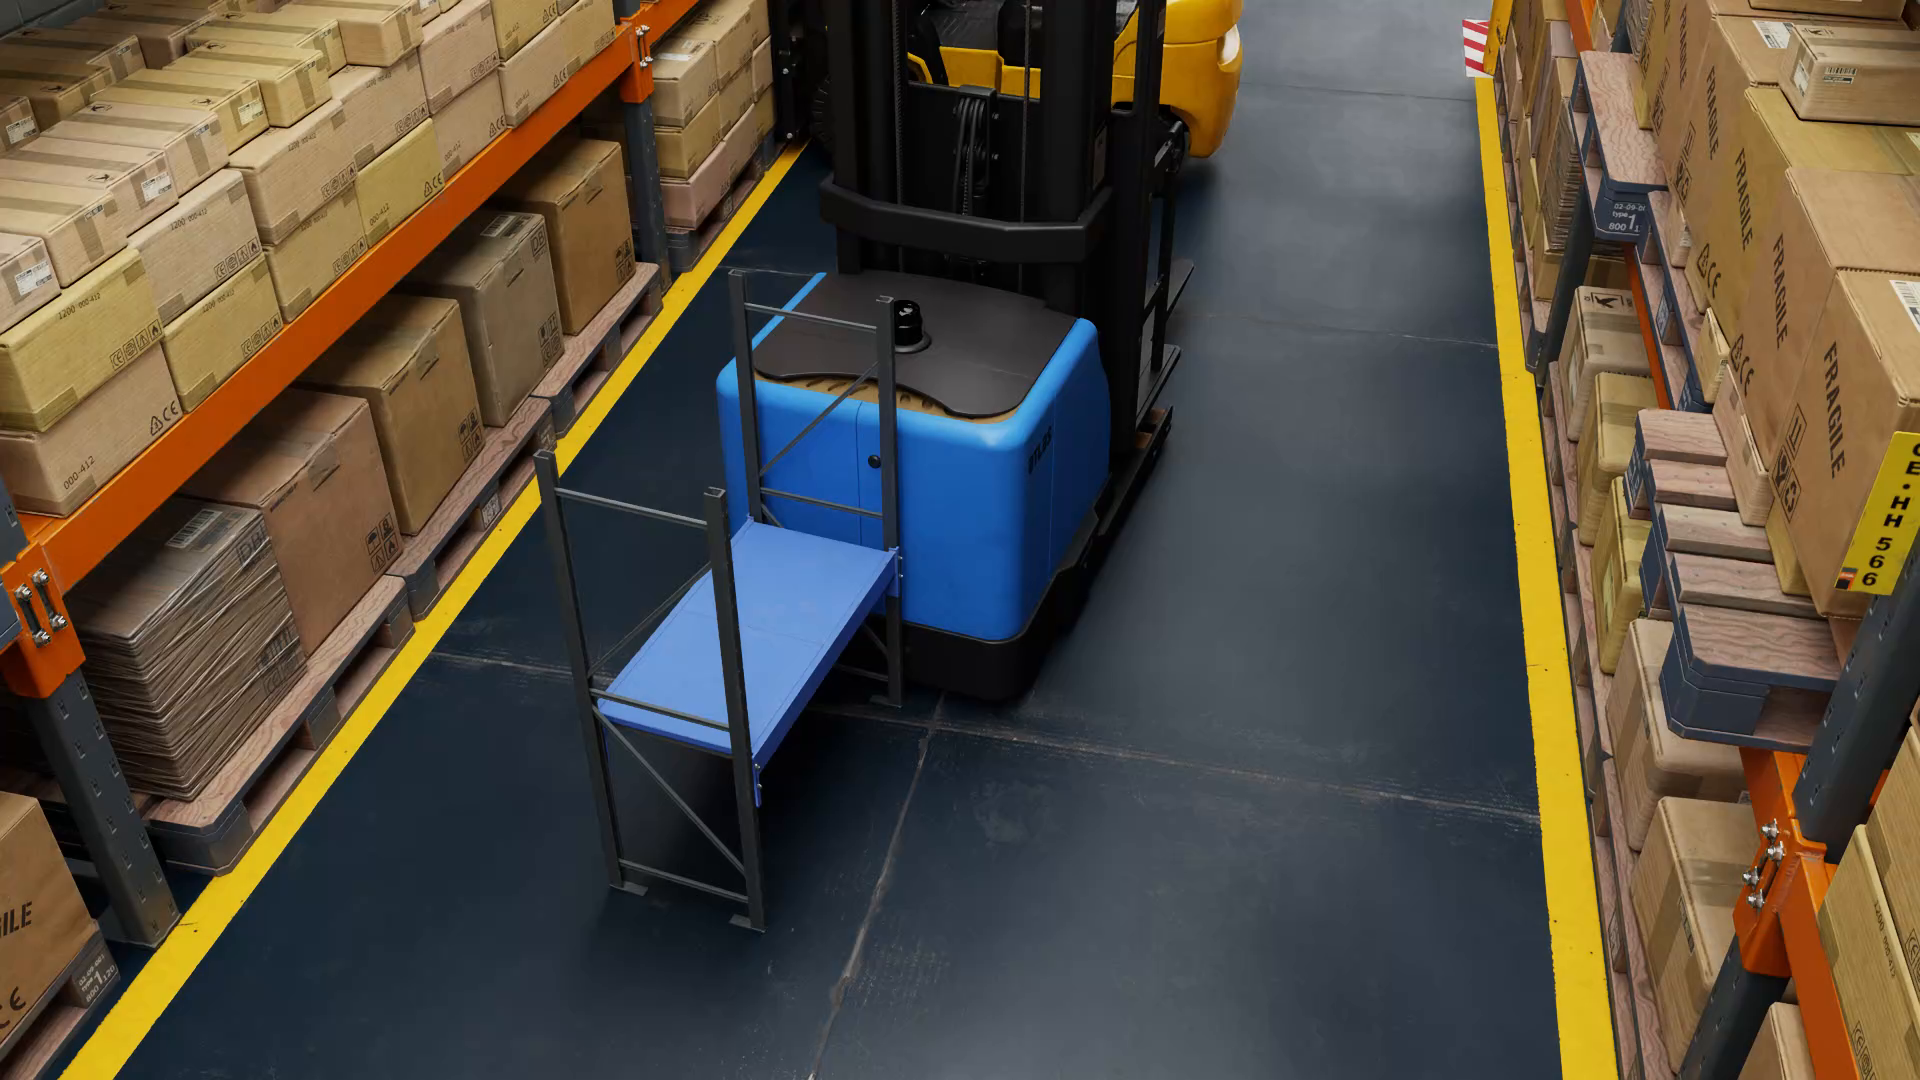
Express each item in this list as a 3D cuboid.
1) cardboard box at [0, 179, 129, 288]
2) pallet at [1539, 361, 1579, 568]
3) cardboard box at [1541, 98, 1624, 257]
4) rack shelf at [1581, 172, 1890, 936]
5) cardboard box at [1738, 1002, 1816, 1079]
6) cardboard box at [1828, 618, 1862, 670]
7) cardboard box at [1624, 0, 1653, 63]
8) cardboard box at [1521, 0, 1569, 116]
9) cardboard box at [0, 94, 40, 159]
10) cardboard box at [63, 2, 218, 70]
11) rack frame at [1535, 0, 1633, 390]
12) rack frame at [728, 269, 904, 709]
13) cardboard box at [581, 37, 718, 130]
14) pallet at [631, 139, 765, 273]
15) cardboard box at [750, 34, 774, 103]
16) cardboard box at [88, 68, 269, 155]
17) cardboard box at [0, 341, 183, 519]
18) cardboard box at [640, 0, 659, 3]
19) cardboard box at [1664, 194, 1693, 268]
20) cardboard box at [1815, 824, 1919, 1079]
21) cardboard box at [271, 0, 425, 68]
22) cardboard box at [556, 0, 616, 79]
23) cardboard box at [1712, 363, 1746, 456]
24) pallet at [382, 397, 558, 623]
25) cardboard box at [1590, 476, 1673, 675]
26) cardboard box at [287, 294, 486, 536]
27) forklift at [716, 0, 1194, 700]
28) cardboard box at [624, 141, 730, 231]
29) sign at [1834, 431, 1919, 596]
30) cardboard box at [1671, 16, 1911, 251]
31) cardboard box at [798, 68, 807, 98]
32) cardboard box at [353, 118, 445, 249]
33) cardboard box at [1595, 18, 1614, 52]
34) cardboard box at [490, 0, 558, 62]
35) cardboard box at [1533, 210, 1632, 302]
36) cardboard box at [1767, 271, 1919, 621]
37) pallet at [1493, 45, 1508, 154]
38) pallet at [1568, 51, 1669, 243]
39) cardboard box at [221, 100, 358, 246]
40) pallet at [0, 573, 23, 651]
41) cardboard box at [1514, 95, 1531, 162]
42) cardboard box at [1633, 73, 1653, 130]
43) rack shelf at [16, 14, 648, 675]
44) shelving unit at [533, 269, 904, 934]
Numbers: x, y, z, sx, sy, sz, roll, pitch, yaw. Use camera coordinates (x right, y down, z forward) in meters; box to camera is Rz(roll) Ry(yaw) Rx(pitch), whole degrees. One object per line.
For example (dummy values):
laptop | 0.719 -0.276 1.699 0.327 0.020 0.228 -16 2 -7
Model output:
cardboard box | -2.315 -0.763 4.109 0.380 0.149 0.250 8 37 11
pallet | 2.813 -0.259 6.427 1.003 0.211 1.213 7 37 10
cardboard box | 2.842 -1.568 7.203 0.500 0.500 0.500 7 36 9
rack shelf | 2.551 -0.396 4.854 1.077 0.370 4.000 7 37 10
cardboard box | 1.895 1.535 3.029 0.875 0.875 0.875 7 37 10
cardboard box | 1.964 0.173 3.311 0.380 0.149 0.250 9 37 12
cardboard box | 2.598 -1.933 5.664 0.500 0.500 0.500 8 37 11
cardboard box | 3.163 -2.460 8.434 0.500 0.500 0.500 8 37 11
cardboard box | -2.809 -1.131 4.616 0.380 0.149 0.250 7 36 9
cardboard box | -2.545 -1.559 5.207 0.380 0.149 0.250 8 37 11
rack frame | 2.978 -1.834 6.225 1.000 3.000 0.127 7 37 10
rack frame | -0.423 -0.109 5.123 0.500 1.500 0.032 12 38 17
cardboard box | -1.462 -2.154 7.799 0.500 0.250 0.500 7 36 9
pallet | -1.661 -1.776 8.521 1.003 0.211 1.213 7 37 10
cardboard box | -1.243 -2.528 8.741 0.500 0.250 0.500 7 37 10
cardboard box | -2.217 -1.213 4.730 0.380 0.149 0.250 8 37 10
cardboard box | -2.393 -0.324 4.269 0.500 0.250 0.500 7 37 10
cardboard box | -1.522 -2.717 7.357 0.500 0.500 0.500 6 36 9
cardboard box | 2.246 -0.882 4.767 0.380 0.149 0.250 9 37 12
cardboard box | 1.773 0.769 2.761 0.500 0.250 0.500 7 36 9
cardboard box | -1.953 -1.636 5.313 0.380 0.149 0.250 6 36 9
cardboard box | -1.724 -2.072 6.681 0.500 0.250 0.500 8 37 11
cardboard box | 2.022 -0.283 3.941 0.380 0.149 0.250 6 36 8
pallet | -2.250 -0.197 6.341 1.003 0.211 1.213 7 37 10
cardboard box | 2.571 0.172 5.338 0.950 0.372 0.625 8 37 12
cardboard box | -2.304 -0.487 6.032 0.875 0.625 0.625 6 36 8
forklift | 0.221 -1.529 5.862 1.130 2.935 3.031 13 38 17
cardboard box | -1.445 -1.747 8.089 0.500 0.250 0.500 8 37 10
sign | 1.591 -0.041 2.831 0.100 0.325 0.005 7 37 10
cardboard box | 2.273 -1.068 4.471 0.500 0.500 0.500 6 36 8
cardboard box | -1.129 -2.625 9.301 0.500 0.250 0.500 8 37 11
cardboard box | -2.065 -1.205 5.485 0.500 0.250 0.500 8 37 11
cardboard box | 2.749 -1.955 6.606 0.380 0.149 0.250 7 37 9
cardboard box | -1.830 -1.987 6.137 0.500 0.250 0.500 6 36 9
cardboard box | 2.842 -1.264 7.423 0.500 0.250 0.500 9 37 12
cardboard box | 1.949 -0.168 3.229 0.500 0.500 0.500 6 36 9
pallet | 3.608 -2.494 9.511 1.003 0.211 1.213 7 37 10
pallet | 2.673 -1.337 5.702 1.003 0.211 1.213 7 37 10
cardboard box | -2.155 -1.111 4.929 0.500 0.250 0.500 6 36 9
pallet | -2.803 0.314 3.424 1.213 0.211 1.003 7 37 10
cardboard box | 3.169 -2.150 8.646 0.500 0.250 0.500 10 37 13
cardboard box | 2.489 -1.483 5.597 0.380 0.149 0.250 8 37 11
rack shelf | -2.299 -1.017 5.710 1.077 0.370 4.000 7 37 10
shelving unit | -0.602 0.170 4.738 0.538 1.500 1.048 12 38 17
